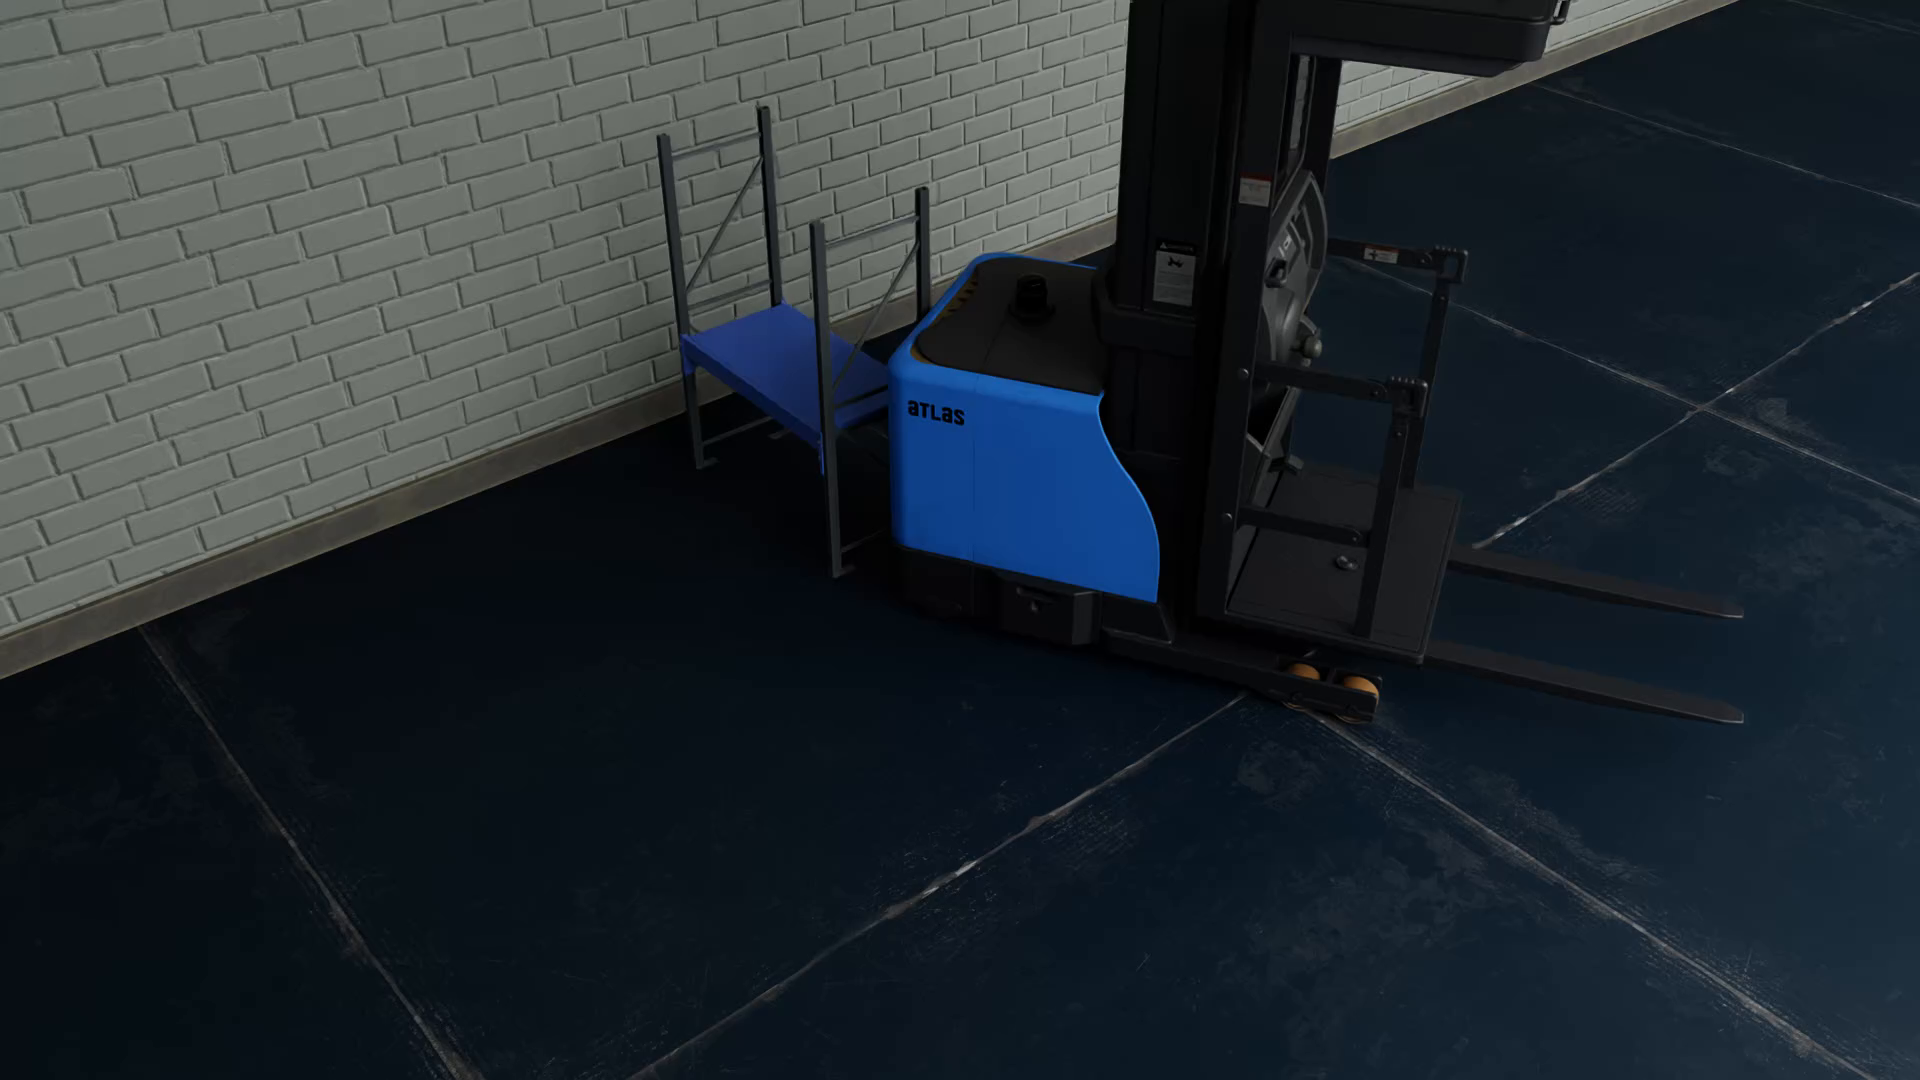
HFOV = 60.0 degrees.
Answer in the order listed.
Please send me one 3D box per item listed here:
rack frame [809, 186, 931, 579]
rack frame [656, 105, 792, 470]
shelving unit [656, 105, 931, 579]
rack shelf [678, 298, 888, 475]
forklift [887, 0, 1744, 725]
[{"bbox_3d":[-0.313,-0.556,6.237,0.500,1.500,0.032,-25,42,-31],"label":"rack frame"},{"bbox_3d":[-0.954,-1.012,6.881,0.500,1.500,0.032,-25,42,-31],"label":"rack frame"},{"bbox_3d":[-0.633,-0.784,6.559,0.538,1.500,1.048,-25,42,-31],"label":"shelving unit"},{"bbox_3d":[-0.633,-0.637,6.663,0.538,0.185,1.000,-25,42,-31],"label":"rack shelf"},{"bbox_3d":[1.300,-0.900,5.484,3.031,2.935,1.130,12,37,17],"label":"forklift"}]
